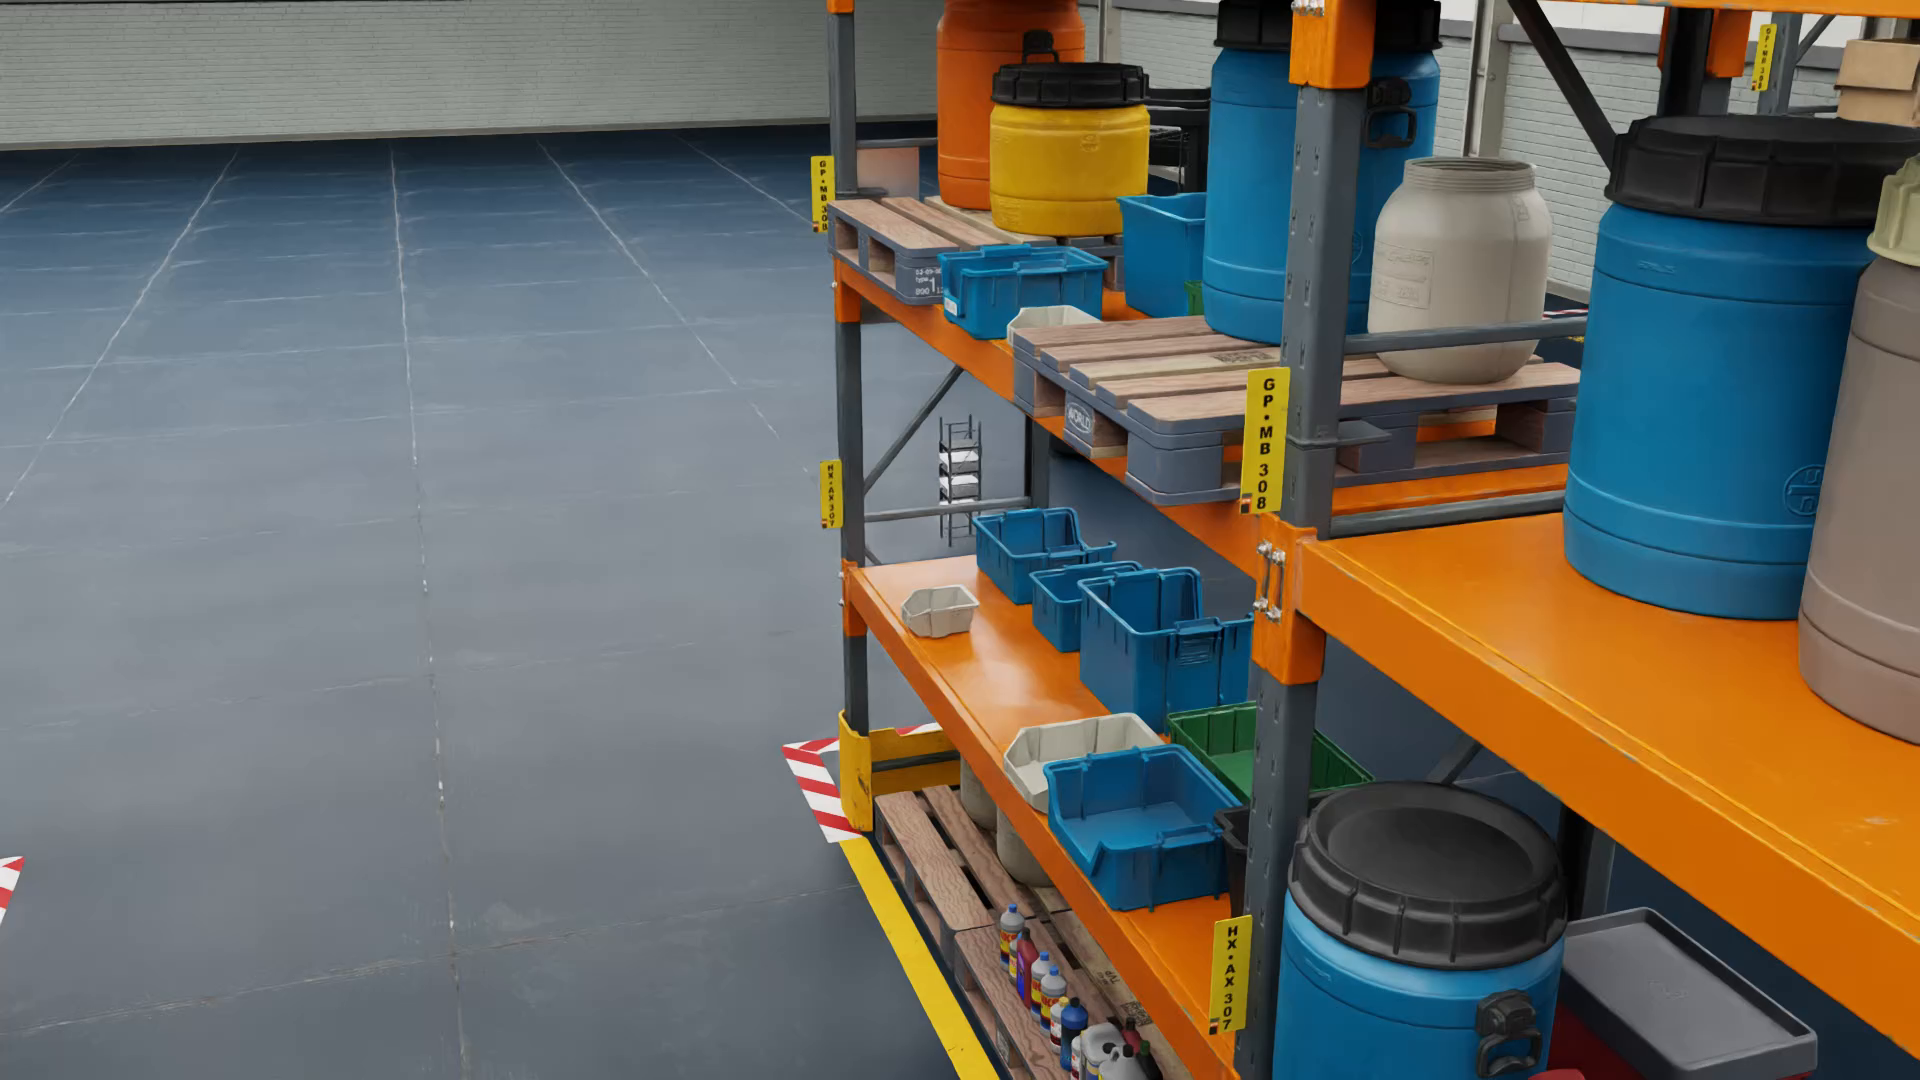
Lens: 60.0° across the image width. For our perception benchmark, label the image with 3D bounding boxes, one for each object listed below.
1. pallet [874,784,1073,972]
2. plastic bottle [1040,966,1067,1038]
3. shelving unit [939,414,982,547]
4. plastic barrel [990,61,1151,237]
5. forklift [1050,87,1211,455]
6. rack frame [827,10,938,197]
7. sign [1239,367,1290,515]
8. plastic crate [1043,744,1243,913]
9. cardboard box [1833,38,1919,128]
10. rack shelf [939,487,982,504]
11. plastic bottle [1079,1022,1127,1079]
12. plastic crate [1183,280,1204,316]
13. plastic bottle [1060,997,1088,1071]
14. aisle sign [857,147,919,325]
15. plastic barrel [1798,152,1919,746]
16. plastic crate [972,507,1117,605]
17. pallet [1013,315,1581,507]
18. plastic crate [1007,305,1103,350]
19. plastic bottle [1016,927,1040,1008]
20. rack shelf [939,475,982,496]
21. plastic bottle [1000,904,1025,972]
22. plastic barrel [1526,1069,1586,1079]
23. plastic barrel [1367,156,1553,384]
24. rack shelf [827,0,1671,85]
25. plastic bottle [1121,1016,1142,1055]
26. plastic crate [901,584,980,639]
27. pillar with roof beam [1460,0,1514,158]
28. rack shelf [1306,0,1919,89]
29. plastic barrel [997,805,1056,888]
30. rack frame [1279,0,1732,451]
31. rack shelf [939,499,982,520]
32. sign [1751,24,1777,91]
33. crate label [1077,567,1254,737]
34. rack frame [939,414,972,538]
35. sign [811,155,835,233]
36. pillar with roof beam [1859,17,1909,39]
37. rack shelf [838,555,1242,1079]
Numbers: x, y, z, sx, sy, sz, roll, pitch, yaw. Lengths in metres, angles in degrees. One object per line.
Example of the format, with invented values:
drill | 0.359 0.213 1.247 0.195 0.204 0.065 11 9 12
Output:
pallet | 0.251 1.456 7.551 1.003 0.211 1.213 -6 21 -17
plastic bottle | 0.346 1.697 6.140 0.097 0.271 0.097 0 20 0
shelving unit | 0.003 -0.421 11.757 0.258 0.900 0.210 -6 21 -17
plastic barrel | 0.412 -1.483 6.270 0.600 0.588 0.600 0 20 0
forklift | 1.916 -2.422 14.323 1.130 2.935 3.031 12 23 30
rack frame | -0.067 -2.960 6.847 1.000 3.000 0.127 -6 21 -17
sign | 0.664 -0.214 3.625 0.100 0.325 0.005 -6 21 -17
plastic crate | 0.584 0.890 5.221 0.499 0.251 0.616 -6 21 -17
cardboard box | 4.813 -2.201 8.189 0.797 0.503 0.637 -5 20 -13
rack shelf | 0.003 -0.305 11.799 0.258 0.077 0.200 -6 21 -17
plastic bottle | 0.505 1.828 5.769 0.152 0.276 0.135 -6 21 -16
plastic crate | 0.952 -0.701 5.306 0.336 0.188 0.450 -6 21 -17
plastic bottle | 0.410 1.762 5.959 0.097 0.271 0.097 0 20 0
aisle sign | -0.368 -1.352 7.399 0.394 0.787 0.004 -6 21 -17
plastic barrel | 1.761 -0.151 2.721 0.600 0.901 0.600 0 20 0
plastic crate | 0.374 0.062 7.527 0.499 0.251 0.616 -6 21 -17
pallet | 0.870 -0.397 4.428 1.213 0.211 1.003 -6 21 -17
plastic crate | 0.302 -0.613 5.139 0.243 0.136 0.396 -6 21 -17
plastic bottle | 0.261 1.624 6.326 0.061 0.283 0.133 -6 21 -16
rack shelf | 0.003 -0.390 11.768 0.258 0.077 0.200 -6 21 -17
plastic bottle | 0.207 1.555 6.535 0.097 0.271 0.097 0 20 0
plastic barrel | 1.282 1.413 3.344 0.433 0.535 0.433 0 20 0
plastic barrel | 1.241 -0.674 4.133 0.421 0.512 0.421 0 20 0
rack shelf | 0.561 -1.792 5.249 1.077 0.370 4.000 -6 21 -17
plastic bottle | 0.606 1.813 5.800 0.061 0.283 0.133 -6 21 -17
plastic crate | -0.091 0.308 7.011 0.298 0.136 0.250 -6 21 -17
pillar with roof beam | 2.520 -7.274 18.855 9.100 9.000 0.400 -6 21 -17
rack shelf | 1.819 -0.508 1.675 1.077 0.370 4.000 -6 21 -17
plastic barrel | 0.370 1.200 7.197 0.421 0.512 0.421 0 20 0
rack frame | 1.190 -1.677 3.273 1.000 3.000 0.127 -6 21 -17
rack shelf | 0.003 -0.220 11.829 0.258 0.077 0.200 -6 21 -17
sign | 4.107 -2.465 8.496 0.100 0.325 0.005 -6 21 -17
crate label | 0.768 0.408 6.290 0.502 0.435 0.616 -6 21 -17
rack frame | -0.029 -0.454 11.848 0.240 0.900 0.006 -6 21 -17
sign | -0.591 -1.496 7.193 0.100 0.325 0.005 -6 21 -17
pillar with roof beam | 4.406 -5.348 13.495 9.100 9.000 0.400 -6 21 -17
rack shelf | 0.561 0.843 6.195 1.077 0.370 4.000 -6 21 -17
